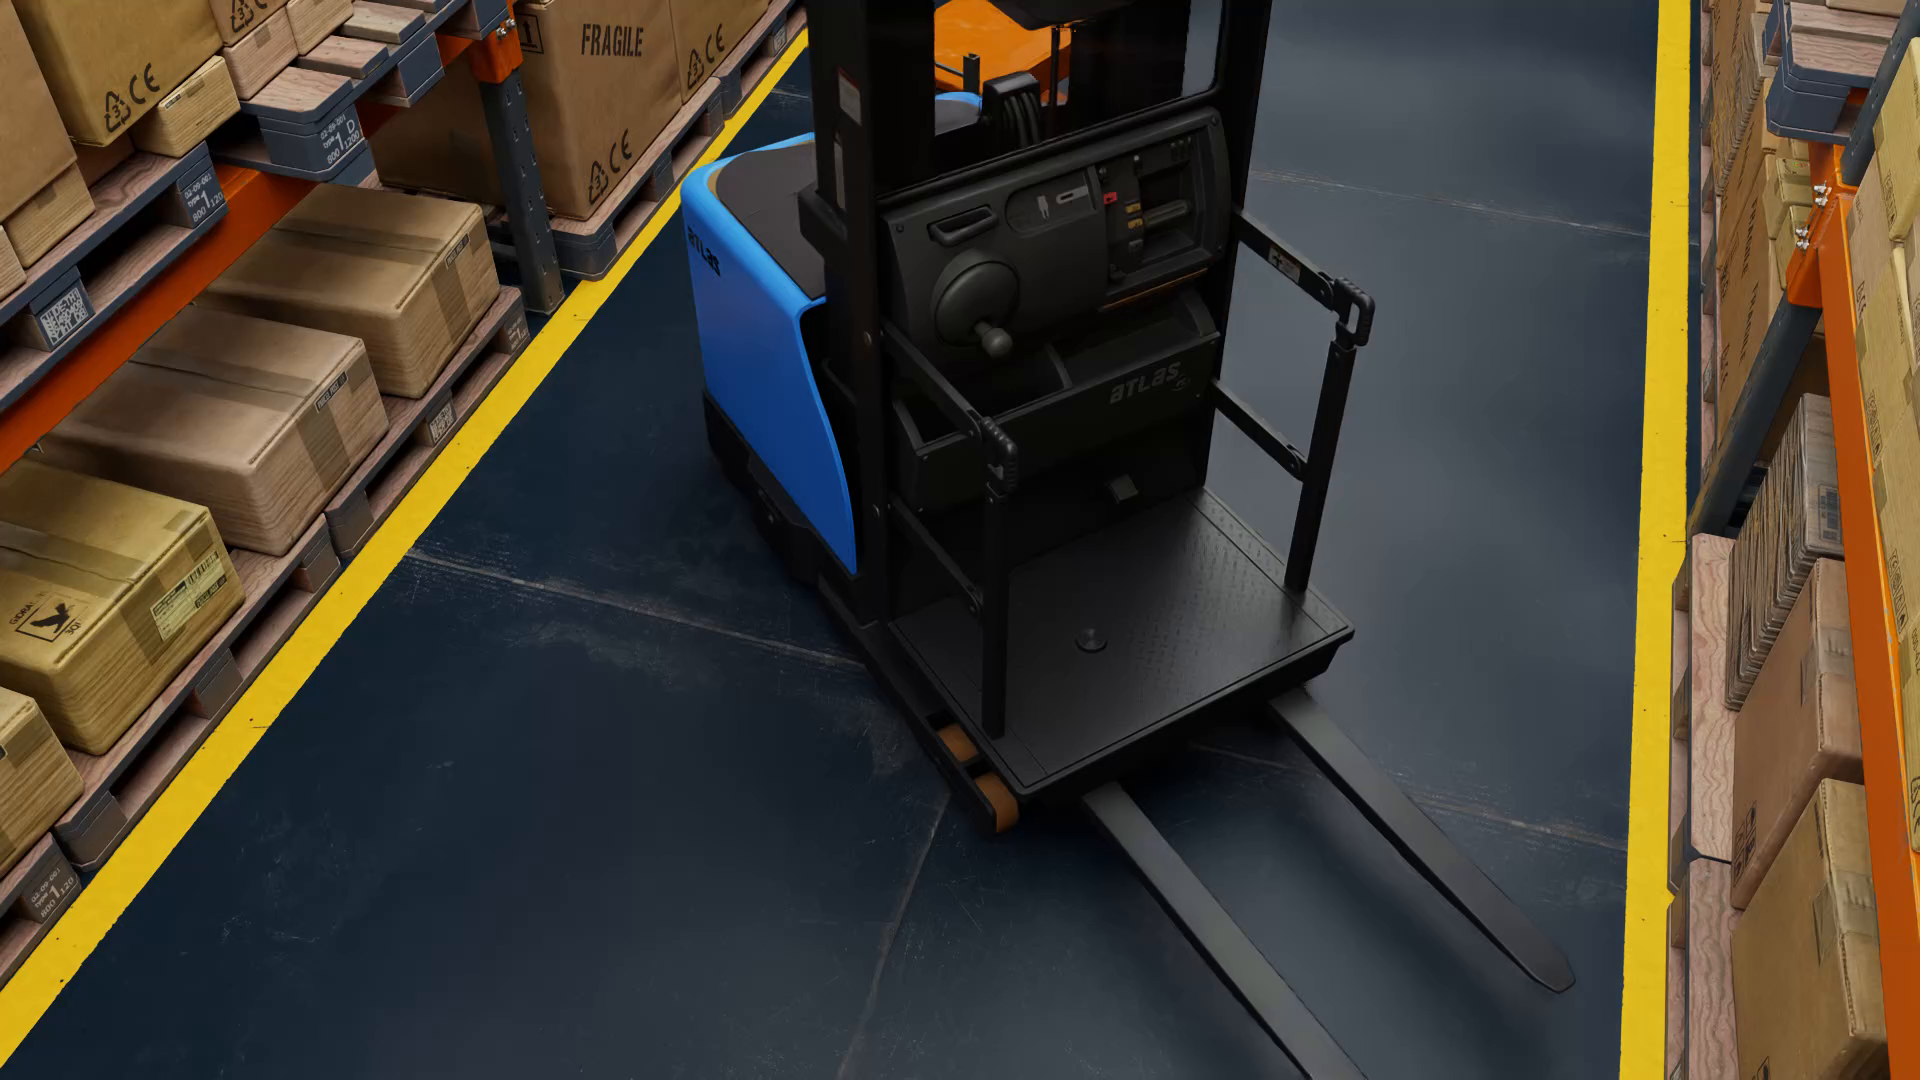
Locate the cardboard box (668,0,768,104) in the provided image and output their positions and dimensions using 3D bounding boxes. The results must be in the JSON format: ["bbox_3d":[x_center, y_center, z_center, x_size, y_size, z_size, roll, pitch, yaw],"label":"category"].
[{"bbox_3d":[-1.393,-2.459,6.837,0.875,0.875,0.875,13,46,13],"label":"cardboard box"}]

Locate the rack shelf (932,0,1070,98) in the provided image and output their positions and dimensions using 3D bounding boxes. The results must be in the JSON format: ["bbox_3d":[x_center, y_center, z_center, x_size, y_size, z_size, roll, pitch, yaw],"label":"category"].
[{"bbox_3d":[0.182,-1.696,5.760,0.538,0.278,1.000,30,52,27],"label":"rack shelf"}]

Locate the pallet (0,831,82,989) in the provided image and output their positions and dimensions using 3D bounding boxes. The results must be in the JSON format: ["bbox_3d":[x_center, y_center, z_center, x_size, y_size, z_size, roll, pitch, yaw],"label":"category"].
[{"bbox_3d":[-2.933,1.112,3.963,1.003,0.211,1.213,13,46,13],"label":"pallet"}]

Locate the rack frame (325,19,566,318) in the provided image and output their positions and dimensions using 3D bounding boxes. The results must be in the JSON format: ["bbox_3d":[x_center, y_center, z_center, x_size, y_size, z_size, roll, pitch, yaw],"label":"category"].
[{"bbox_3d":[-1.956,-2.032,5.182,1.000,3.000,0.127,13,46,13],"label":"rack frame"}]

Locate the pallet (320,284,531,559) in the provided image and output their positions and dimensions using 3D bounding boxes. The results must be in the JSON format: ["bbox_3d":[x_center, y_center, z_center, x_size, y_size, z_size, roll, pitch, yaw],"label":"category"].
[{"bbox_3d":[-2.194,-0.515,5.625,1.003,0.211,1.213,13,46,13],"label":"pallet"}]

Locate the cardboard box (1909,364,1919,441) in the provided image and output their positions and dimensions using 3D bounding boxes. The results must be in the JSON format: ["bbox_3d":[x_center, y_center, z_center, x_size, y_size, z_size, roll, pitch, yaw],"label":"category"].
[{"bbox_3d":[2.081,-0.185,3.045,0.500,0.250,0.500,11,46,11],"label":"cardboard box"}]

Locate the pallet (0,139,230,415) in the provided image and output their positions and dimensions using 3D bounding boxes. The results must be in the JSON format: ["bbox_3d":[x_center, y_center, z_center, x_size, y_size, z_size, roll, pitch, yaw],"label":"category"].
[{"bbox_3d":[-2.516,-0.635,3.891,1.003,0.211,1.213,13,46,13],"label":"pallet"}]

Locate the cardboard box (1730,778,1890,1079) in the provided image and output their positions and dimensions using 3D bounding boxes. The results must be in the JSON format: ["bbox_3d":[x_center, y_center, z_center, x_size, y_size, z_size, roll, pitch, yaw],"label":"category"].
[{"bbox_3d":[2.180,1.015,3.466,0.875,0.625,0.625,11,45,11],"label":"cardboard box"}]

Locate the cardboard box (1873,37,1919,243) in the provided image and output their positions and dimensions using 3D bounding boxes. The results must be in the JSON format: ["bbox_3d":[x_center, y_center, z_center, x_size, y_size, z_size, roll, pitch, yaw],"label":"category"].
[{"bbox_3d":[2.385,-0.869,3.743,0.500,0.250,0.500,12,46,12],"label":"cardboard box"}]

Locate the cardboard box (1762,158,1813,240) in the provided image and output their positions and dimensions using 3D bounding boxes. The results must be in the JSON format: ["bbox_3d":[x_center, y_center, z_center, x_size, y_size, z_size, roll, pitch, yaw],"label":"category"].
[{"bbox_3d":[2.738,-1.043,5.194,0.380,0.149,0.250,10,45,10],"label":"cardboard box"}]

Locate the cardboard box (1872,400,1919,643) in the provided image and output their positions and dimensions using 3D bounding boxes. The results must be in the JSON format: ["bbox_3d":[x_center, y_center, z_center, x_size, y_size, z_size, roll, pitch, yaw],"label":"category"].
[{"bbox_3d":[2.103,-0.006,3.219,0.500,0.250,0.500,11,45,11],"label":"cardboard box"}]

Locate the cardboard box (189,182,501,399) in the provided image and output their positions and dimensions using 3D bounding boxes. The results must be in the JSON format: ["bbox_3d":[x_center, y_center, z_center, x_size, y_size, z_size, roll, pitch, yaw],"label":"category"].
[{"bbox_3d":[-2.136,-0.868,5.571,0.950,0.372,0.625,10,45,10],"label":"cardboard box"}]

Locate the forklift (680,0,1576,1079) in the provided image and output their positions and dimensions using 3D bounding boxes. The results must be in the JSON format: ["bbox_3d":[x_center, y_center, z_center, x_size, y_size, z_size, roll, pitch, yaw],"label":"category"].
[{"bbox_3d":[0.367,-0.641,3.809,1.130,2.935,3.031,-23,49,-22],"label":"forklift"}]

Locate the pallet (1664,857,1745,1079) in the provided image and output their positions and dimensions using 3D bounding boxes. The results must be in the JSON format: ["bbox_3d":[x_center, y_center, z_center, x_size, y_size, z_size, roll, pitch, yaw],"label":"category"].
[{"bbox_3d":[2.118,1.365,3.704,1.003,0.211,1.213,13,46,13],"label":"pallet"}]

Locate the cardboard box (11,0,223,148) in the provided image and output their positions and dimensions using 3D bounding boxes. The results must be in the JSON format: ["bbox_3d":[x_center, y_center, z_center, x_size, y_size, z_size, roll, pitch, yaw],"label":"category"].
[{"bbox_3d":[-2.126,-1.278,3.827,0.500,0.500,0.500,10,45,10],"label":"cardboard box"}]

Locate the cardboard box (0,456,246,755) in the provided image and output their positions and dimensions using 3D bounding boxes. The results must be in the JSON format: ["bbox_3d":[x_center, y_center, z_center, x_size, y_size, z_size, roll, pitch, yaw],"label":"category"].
[{"bbox_3d":[-2.587,0.130,4.551,0.950,0.372,0.625,14,46,14],"label":"cardboard box"}]

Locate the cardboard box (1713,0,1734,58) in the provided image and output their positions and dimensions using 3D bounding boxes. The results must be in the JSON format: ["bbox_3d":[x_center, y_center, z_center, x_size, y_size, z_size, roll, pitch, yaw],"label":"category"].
[{"bbox_3d":[3.475,-2.274,6.916,0.500,0.500,0.500,12,46,12],"label":"cardboard box"}]

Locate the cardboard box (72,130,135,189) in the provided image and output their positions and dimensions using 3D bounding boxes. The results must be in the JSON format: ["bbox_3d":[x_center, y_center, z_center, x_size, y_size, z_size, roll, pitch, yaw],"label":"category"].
[{"bbox_3d":[-2.226,-0.959,3.965,0.380,0.149,0.250,13,46,13],"label":"cardboard box"}]

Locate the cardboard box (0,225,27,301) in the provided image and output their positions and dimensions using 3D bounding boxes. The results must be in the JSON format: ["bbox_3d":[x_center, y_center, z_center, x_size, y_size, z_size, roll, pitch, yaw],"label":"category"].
[{"bbox_3d":[-2.277,-0.590,3.588,0.380,0.149,0.250,14,46,14],"label":"cardboard box"}]

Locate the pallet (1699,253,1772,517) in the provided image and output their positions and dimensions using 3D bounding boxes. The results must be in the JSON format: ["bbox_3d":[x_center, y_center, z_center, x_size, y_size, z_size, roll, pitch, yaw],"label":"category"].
[{"bbox_3d":[3.038,-0.476,5.585,1.003,0.211,1.213,13,46,13],"label":"pallet"}]

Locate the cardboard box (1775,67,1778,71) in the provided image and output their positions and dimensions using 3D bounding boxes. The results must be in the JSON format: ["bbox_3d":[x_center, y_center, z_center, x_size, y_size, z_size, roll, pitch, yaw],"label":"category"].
[{"bbox_3d":[3.113,-1.732,5.899,0.380,0.149,0.250,11,45,11],"label":"cardboard box"}]

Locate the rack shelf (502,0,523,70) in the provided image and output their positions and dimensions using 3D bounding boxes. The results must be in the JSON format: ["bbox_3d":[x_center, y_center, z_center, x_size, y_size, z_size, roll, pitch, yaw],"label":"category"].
[{"bbox_3d":[-1.350,-3.108,6.796,1.077,0.370,4.000,13,46,13],"label":"rack shelf"}]

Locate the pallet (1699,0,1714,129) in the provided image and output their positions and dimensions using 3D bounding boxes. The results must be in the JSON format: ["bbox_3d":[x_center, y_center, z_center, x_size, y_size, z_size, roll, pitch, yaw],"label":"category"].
[{"bbox_3d":[3.777,-2.102,7.248,1.003,0.211,1.213,13,46,13],"label":"pallet"}]

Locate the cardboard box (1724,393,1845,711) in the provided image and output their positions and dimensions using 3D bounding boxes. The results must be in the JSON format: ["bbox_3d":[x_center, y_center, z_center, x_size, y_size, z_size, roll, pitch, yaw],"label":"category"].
[{"bbox_3d":[2.574,0.129,4.372,0.875,0.625,0.625,14,46,14],"label":"cardboard box"}]

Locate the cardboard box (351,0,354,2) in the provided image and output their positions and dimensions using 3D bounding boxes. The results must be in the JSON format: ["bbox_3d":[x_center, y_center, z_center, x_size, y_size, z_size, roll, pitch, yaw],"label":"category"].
[{"bbox_3d":[-1.843,-1.630,4.650,0.380,0.149,0.250,13,46,13],"label":"cardboard box"}]

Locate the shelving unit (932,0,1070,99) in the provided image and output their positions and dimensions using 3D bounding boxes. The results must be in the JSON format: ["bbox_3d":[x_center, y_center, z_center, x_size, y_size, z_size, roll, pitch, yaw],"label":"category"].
[{"bbox_3d":[0.182,-1.487,5.965,0.538,1.125,1.048,30,52,27],"label":"shelving unit"}]

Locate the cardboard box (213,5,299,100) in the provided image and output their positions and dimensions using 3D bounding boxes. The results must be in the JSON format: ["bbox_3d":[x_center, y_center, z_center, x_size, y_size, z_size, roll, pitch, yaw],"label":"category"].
[{"bbox_3d":[-1.960,-1.286,4.299,0.380,0.149,0.250,11,45,11],"label":"cardboard box"}]

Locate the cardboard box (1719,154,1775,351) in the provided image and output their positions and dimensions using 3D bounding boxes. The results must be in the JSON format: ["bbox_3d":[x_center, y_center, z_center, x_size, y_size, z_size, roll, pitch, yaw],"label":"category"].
[{"bbox_3d":[2.861,-0.898,5.510,0.500,0.500,0.500,12,46,12],"label":"cardboard box"}]

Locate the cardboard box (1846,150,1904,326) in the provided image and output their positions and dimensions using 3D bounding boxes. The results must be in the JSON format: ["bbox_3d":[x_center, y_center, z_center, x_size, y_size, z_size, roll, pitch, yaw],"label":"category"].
[{"bbox_3d":[2.409,-0.685,3.913,0.500,0.250,0.500,13,46,13],"label":"cardboard box"}]

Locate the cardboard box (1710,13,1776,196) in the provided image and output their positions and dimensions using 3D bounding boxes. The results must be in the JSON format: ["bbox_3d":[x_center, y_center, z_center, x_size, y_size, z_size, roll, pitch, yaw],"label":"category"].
[{"bbox_3d":[3.156,-1.598,6.225,0.500,0.500,0.500,11,45,11],"label":"cardboard box"}]

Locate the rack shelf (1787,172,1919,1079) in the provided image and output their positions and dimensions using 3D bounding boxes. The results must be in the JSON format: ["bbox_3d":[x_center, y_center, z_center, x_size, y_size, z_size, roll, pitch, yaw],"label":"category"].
[{"bbox_3d":[2.171,0.607,2.999,1.077,0.370,4.000,13,46,13],"label":"rack shelf"}]

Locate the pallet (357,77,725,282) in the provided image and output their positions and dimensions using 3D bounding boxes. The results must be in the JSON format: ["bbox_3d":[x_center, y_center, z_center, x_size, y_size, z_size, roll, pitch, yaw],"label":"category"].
[{"bbox_3d":[-1.645,-1.545,6.678,1.003,0.211,1.213,13,46,13],"label":"pallet"}]
